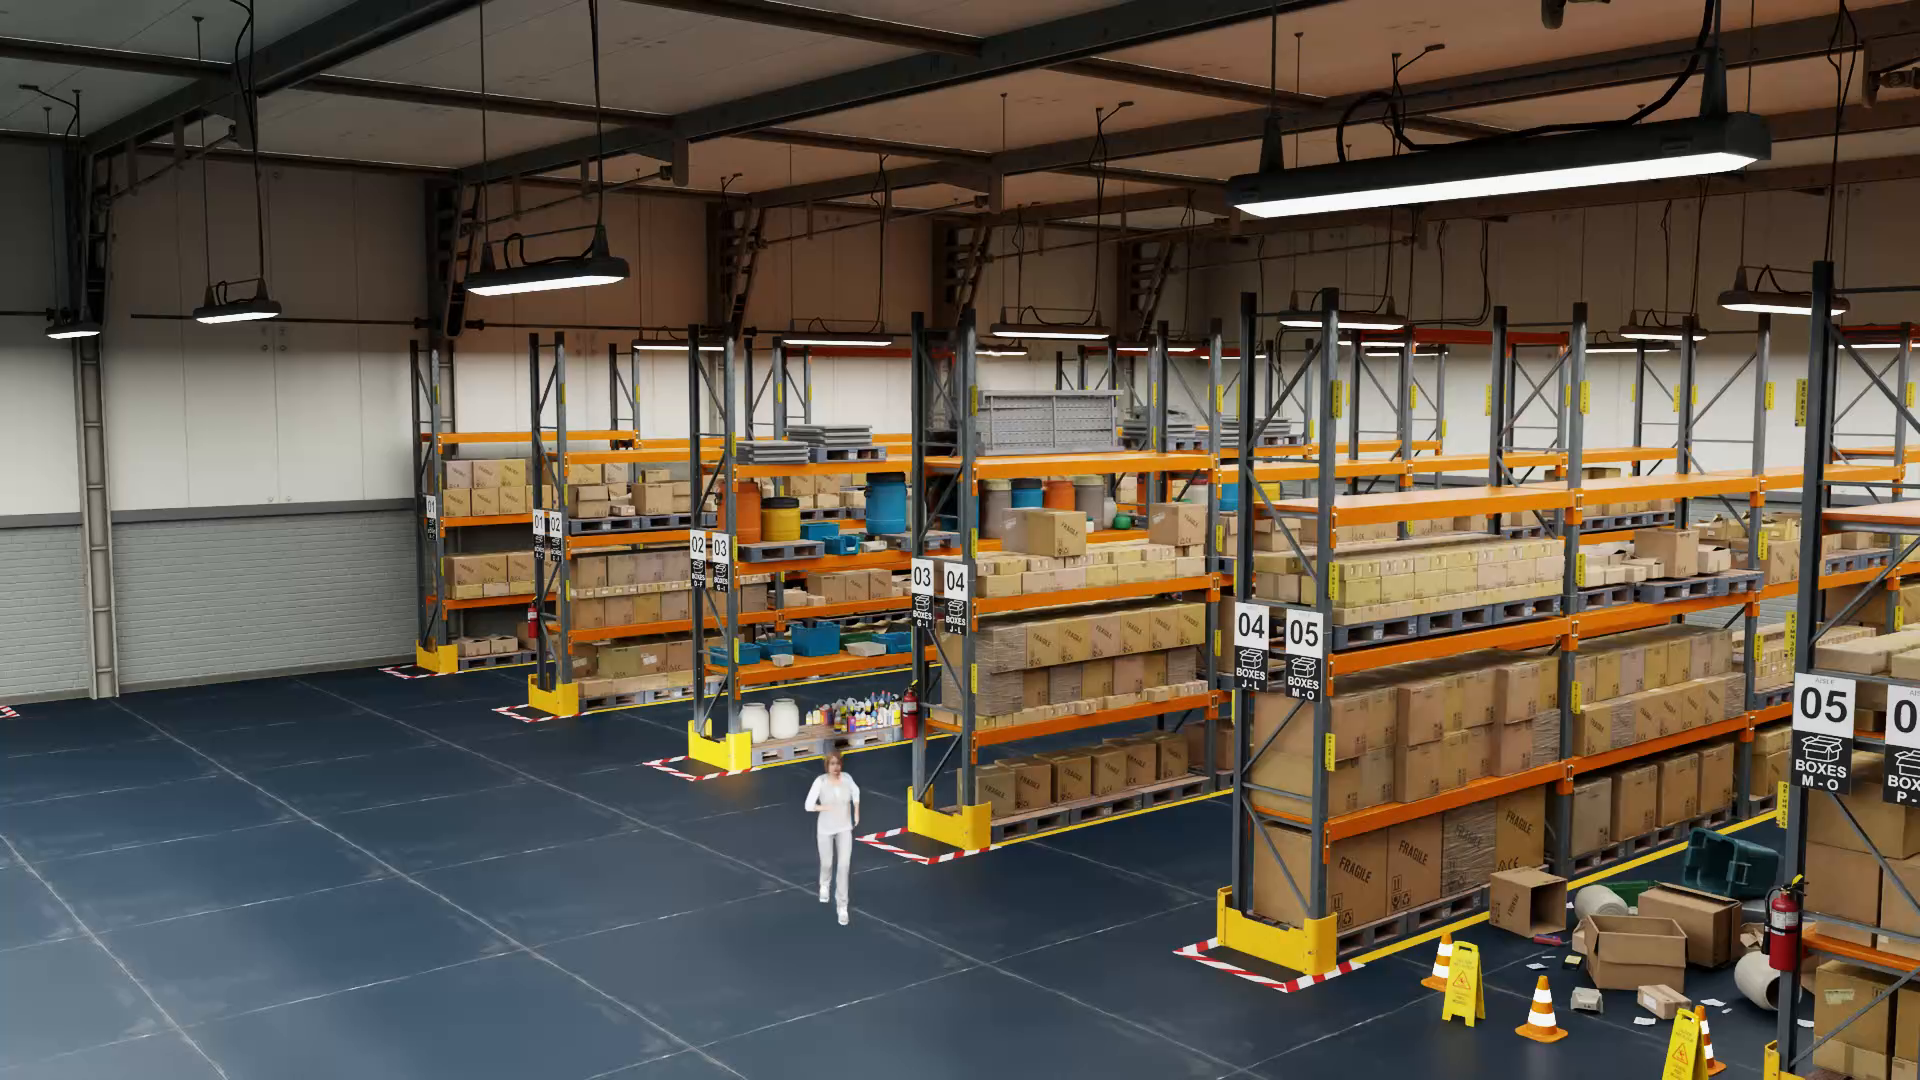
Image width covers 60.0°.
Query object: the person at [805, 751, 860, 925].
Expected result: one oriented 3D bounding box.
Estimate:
[{"bbox_3d":[-1.233,2.847,16.221,0.575,1.609,0.820,-1,5,-14],"label":"person"}]
